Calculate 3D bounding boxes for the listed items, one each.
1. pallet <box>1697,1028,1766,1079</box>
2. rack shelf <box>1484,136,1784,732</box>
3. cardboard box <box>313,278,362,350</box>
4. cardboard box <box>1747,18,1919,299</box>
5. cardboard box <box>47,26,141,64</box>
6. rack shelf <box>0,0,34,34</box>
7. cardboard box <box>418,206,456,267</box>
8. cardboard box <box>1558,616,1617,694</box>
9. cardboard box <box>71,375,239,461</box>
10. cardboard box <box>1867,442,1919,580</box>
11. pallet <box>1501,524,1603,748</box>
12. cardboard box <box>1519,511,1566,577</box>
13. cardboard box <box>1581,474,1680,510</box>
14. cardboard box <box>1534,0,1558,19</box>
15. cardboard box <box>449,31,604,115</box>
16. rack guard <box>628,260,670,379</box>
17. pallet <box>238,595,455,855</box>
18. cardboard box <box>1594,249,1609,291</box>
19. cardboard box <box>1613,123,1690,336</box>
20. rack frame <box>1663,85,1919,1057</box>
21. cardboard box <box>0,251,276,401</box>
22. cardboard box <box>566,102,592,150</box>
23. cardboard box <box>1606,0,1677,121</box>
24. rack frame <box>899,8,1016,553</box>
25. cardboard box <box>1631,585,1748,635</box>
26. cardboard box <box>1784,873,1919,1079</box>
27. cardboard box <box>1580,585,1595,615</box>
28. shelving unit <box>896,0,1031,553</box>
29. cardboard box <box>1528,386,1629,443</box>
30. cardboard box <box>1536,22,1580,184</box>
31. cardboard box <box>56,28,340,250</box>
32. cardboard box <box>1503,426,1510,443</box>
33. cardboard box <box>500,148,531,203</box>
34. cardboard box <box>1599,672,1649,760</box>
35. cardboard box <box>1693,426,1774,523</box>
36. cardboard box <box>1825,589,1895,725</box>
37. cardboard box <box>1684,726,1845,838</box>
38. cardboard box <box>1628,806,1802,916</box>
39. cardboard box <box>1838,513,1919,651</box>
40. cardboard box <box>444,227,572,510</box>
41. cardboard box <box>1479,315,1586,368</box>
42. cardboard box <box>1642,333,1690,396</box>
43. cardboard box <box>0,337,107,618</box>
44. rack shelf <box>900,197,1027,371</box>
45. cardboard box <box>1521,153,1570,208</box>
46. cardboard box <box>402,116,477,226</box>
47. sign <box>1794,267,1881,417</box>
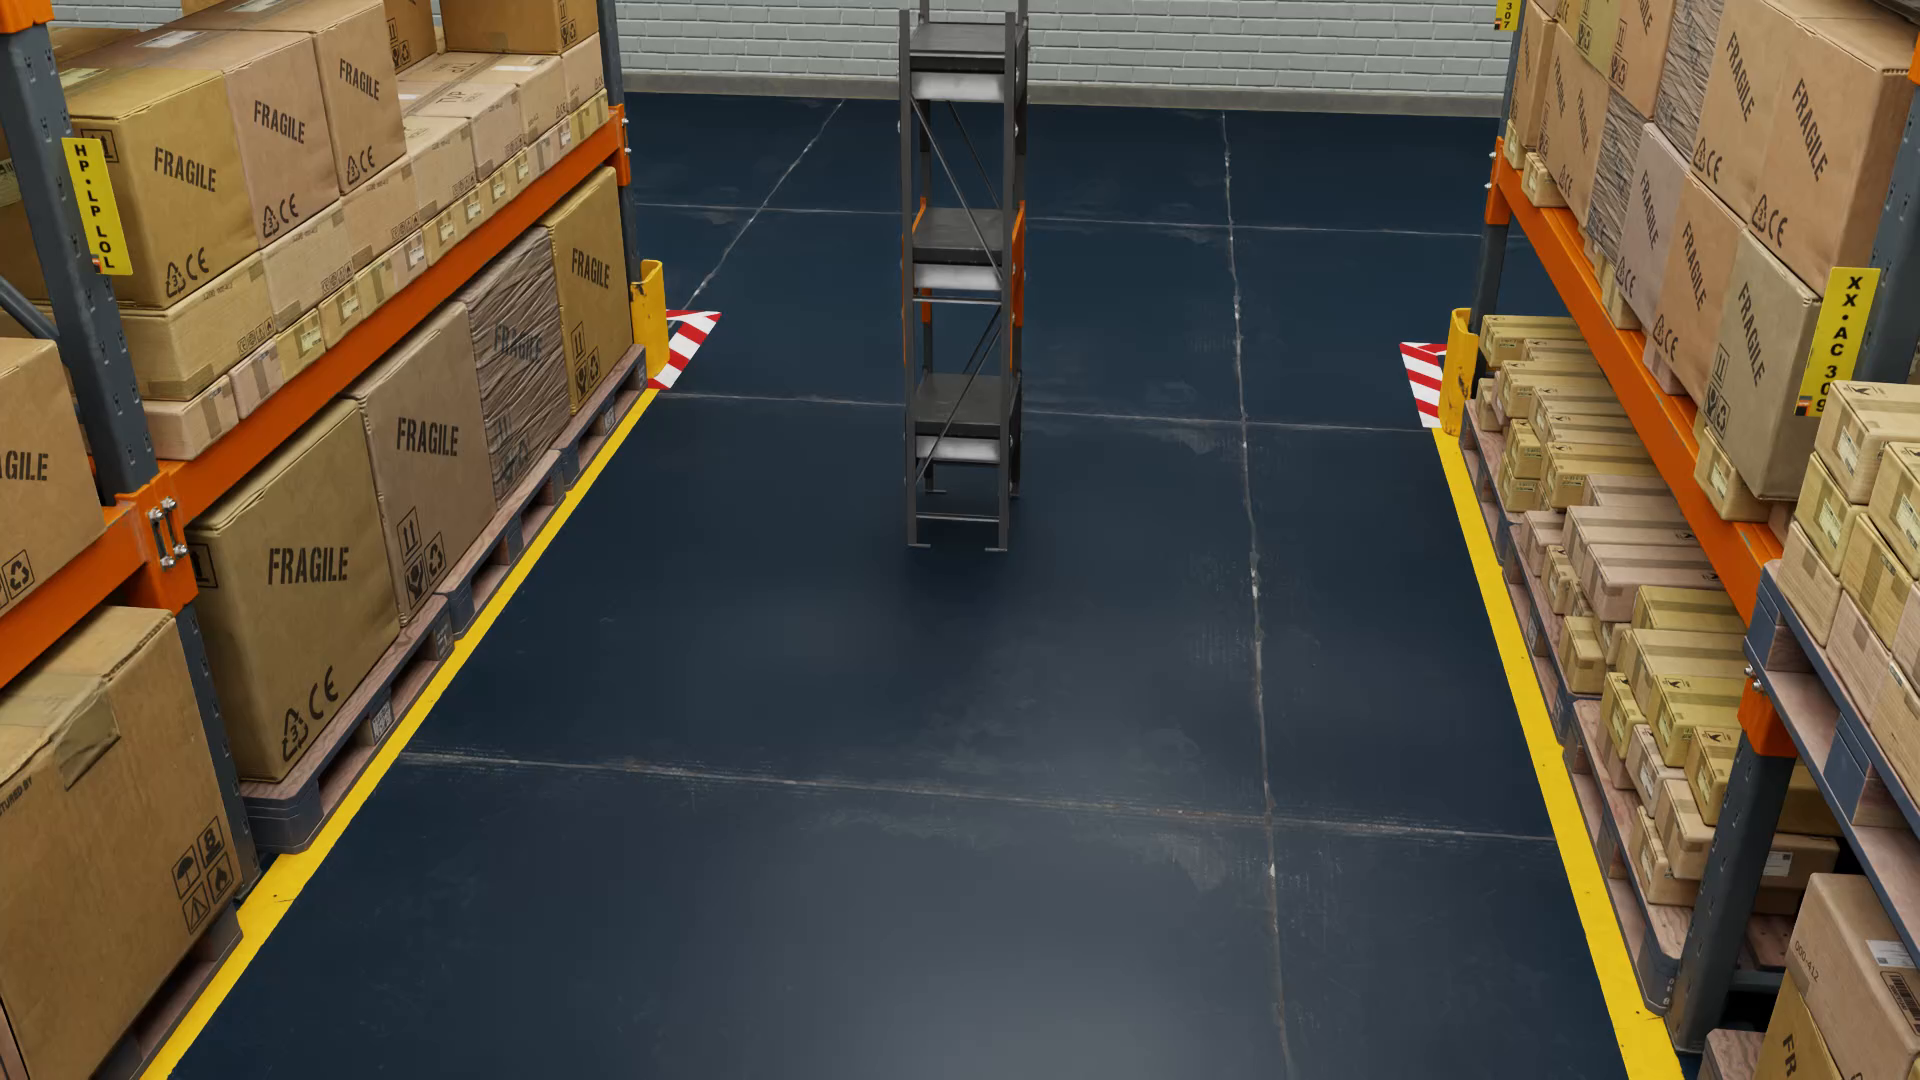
[{"bbox_3d":[2.254,1.600,3.558,1.003,0.211,1.213,3,28,6],"label":"pallet"},{"bbox_3d":[2.593,-0.619,5.495,1.077,0.370,4.000,3,28,6],"label":"rack shelf"},{"bbox_3d":[-2.102,-0.711,5.173,0.380,0.149,0.250,3,28,5],"label":"cardboard box"},{"bbox_3d":[2.137,-0.847,3.686,0.500,0.500,0.500,2,28,4],"label":"cardboard box"},{"bbox_3d":[-2.706,-1.193,4.856,0.500,0.500,0.500,4,29,7],"label":"cardboard box"},{"bbox_3d":[-2.808,-0.393,1.912,1.077,0.370,4.000,3,28,6],"label":"rack shelf"},{"bbox_3d":[-2.007,-1.074,5.845,0.380,0.149,0.250,3,28,5],"label":"cardboard box"},{"bbox_3d":[2.184,0.384,5.438,0.380,0.149,0.250,3,28,6],"label":"cardboard box"},{"bbox_3d":[-2.196,-0.340,4.483,0.380,0.149,0.250,3,29,6],"label":"cardboard box"},{"bbox_3d":[1.815,-0.040,2.857,0.380,0.149,0.250,4,29,8],"label":"cardboard box"},{"bbox_3d":[2.542,0.339,5.898,1.003,0.211,1.213,3,28,6],"label":"pallet"},{"bbox_3d":[2.288,0.018,6.117,0.380,0.149,0.250,2,28,4],"label":"cardboard box"},{"bbox_3d":[2.359,-0.098,5.705,0.380,0.149,0.250,3,29,6],"label":"cardboard box"},{"bbox_3d":[2.519,-2.297,6.377,0.500,0.500,0.500,3,28,6],"label":"cardboard box"},{"bbox_3d":[-1.868,-2.035,7.209,0.500,0.250,0.500,3,28,5],"label":"cardboard box"},{"bbox_3d":[-2.069,-1.124,8.309,1.175,0.500,0.348,3,28,6],"label":"rack guard"},{"bbox_3d":[-2.392,0.544,5.518,1.003,0.211,1.213,3,28,6],"label":"pallet"},{"bbox_3d":[2.332,-0.896,5.516,0.380,0.149,0.250,4,29,8],"label":"cardboard box"},{"bbox_3d":[2.254,-0.892,4.824,0.500,0.500,0.500,3,28,6],"label":"cardboard box"},{"bbox_3d":[2.348,0.005,3.577,1.000,3.000,0.127,3,28,6],"label":"rack frame"},{"bbox_3d":[-2.245,-0.601,4.548,0.500,0.250,0.500,3,28,5],"label":"cardboard box"},{"bbox_3d":[-1.819,-1.793,7.181,0.380,0.149,0.250,4,29,7],"label":"cardboard box"},{"bbox_3d":[2.319,-1.575,5.038,0.500,0.500,0.500,2,28,5],"label":"cardboard box"},{"bbox_3d":[-0.010,-0.887,6.183,0.400,2.100,0.015,3,28,6],"label":"rack frame"},{"bbox_3d":[2.258,0.273,5.016,0.380,0.149,0.250,4,29,8],"label":"cardboard box"},{"bbox_3d":[1.995,0.923,3.276,0.500,0.250,0.500,2,28,4],"label":"cardboard box"},{"bbox_3d":[2.300,0.164,5.532,0.380,0.149,0.250,2,28,4],"label":"cardboard box"},{"bbox_3d":[0.020,-1.002,6.397,0.431,2.100,0.503,3,28,6],"label":"shelving unit"},{"bbox_3d":[2.416,-0.473,6.401,0.380,0.149,0.250,2,28,4],"label":"cardboard box"},{"bbox_3d":[2.468,-1.604,6.145,0.500,0.500,0.500,3,29,6],"label":"cardboard box"},{"bbox_3d":[-2.182,-1.167,4.808,0.500,0.500,0.500,3,28,6],"label":"cardboard box"},{"bbox_3d":[2.505,-0.451,6.988,0.380,0.149,0.250,3,28,6],"label":"cardboard box"},{"bbox_3d":[-1.913,-1.435,6.516,0.380,0.149,0.250,3,28,5],"label":"cardboard box"},{"bbox_3d":[2.107,0.523,4.867,0.380,0.149,0.250,2,28,4],"label":"cardboard box"},{"bbox_3d":[2.074,-0.160,4.149,0.380,0.149,0.250,3,28,5],"label":"cardboard box"},{"bbox_3d":[1.815,0.221,3.000,0.380,0.149,0.250,4,29,7],"label":"cardboard box"},{"bbox_3d":[2.133,0.631,4.352,0.380,0.149,0.250,4,29,8],"label":"cardboard box"},{"bbox_3d":[2.058,0.871,4.533,0.380,0.149,0.250,4,29,7],"label":"cardboard box"},{"bbox_3d":[1.813,0.081,2.946,0.380,0.149,0.250,3,28,5],"label":"cardboard box"},{"bbox_3d":[-2.183,-0.729,6.737,0.875,0.875,0.875,3,28,6],"label":"cardboard box"},{"bbox_3d":[2.436,-0.842,7.087,0.380,0.149,0.250,2,28,4],"label":"cardboard box"},{"bbox_3d":[2.225,-0.531,4.839,0.380,0.149,0.250,2,28,4],"label":"cardboard box"},{"bbox_3d":[-2.349,-0.138,3.739,0.500,0.500,0.500,3,29,6],"label":"cardboard box"},{"bbox_3d":[0.020,-0.990,6.403,0.431,0.518,0.480,3,28,6],"label":"rack shelf"},{"bbox_3d":[2.397,-1.388,6.428,0.380,0.149,0.250,3,28,5],"label":"cardboard box"},{"bbox_3d":[-2.053,-1.311,5.865,0.500,0.250,0.500,3,29,6],"label":"cardboard box"},{"bbox_3d":[1.808,-0.404,3.424,0.100,0.325,0.005,3,28,6],"label":"sign"}]
